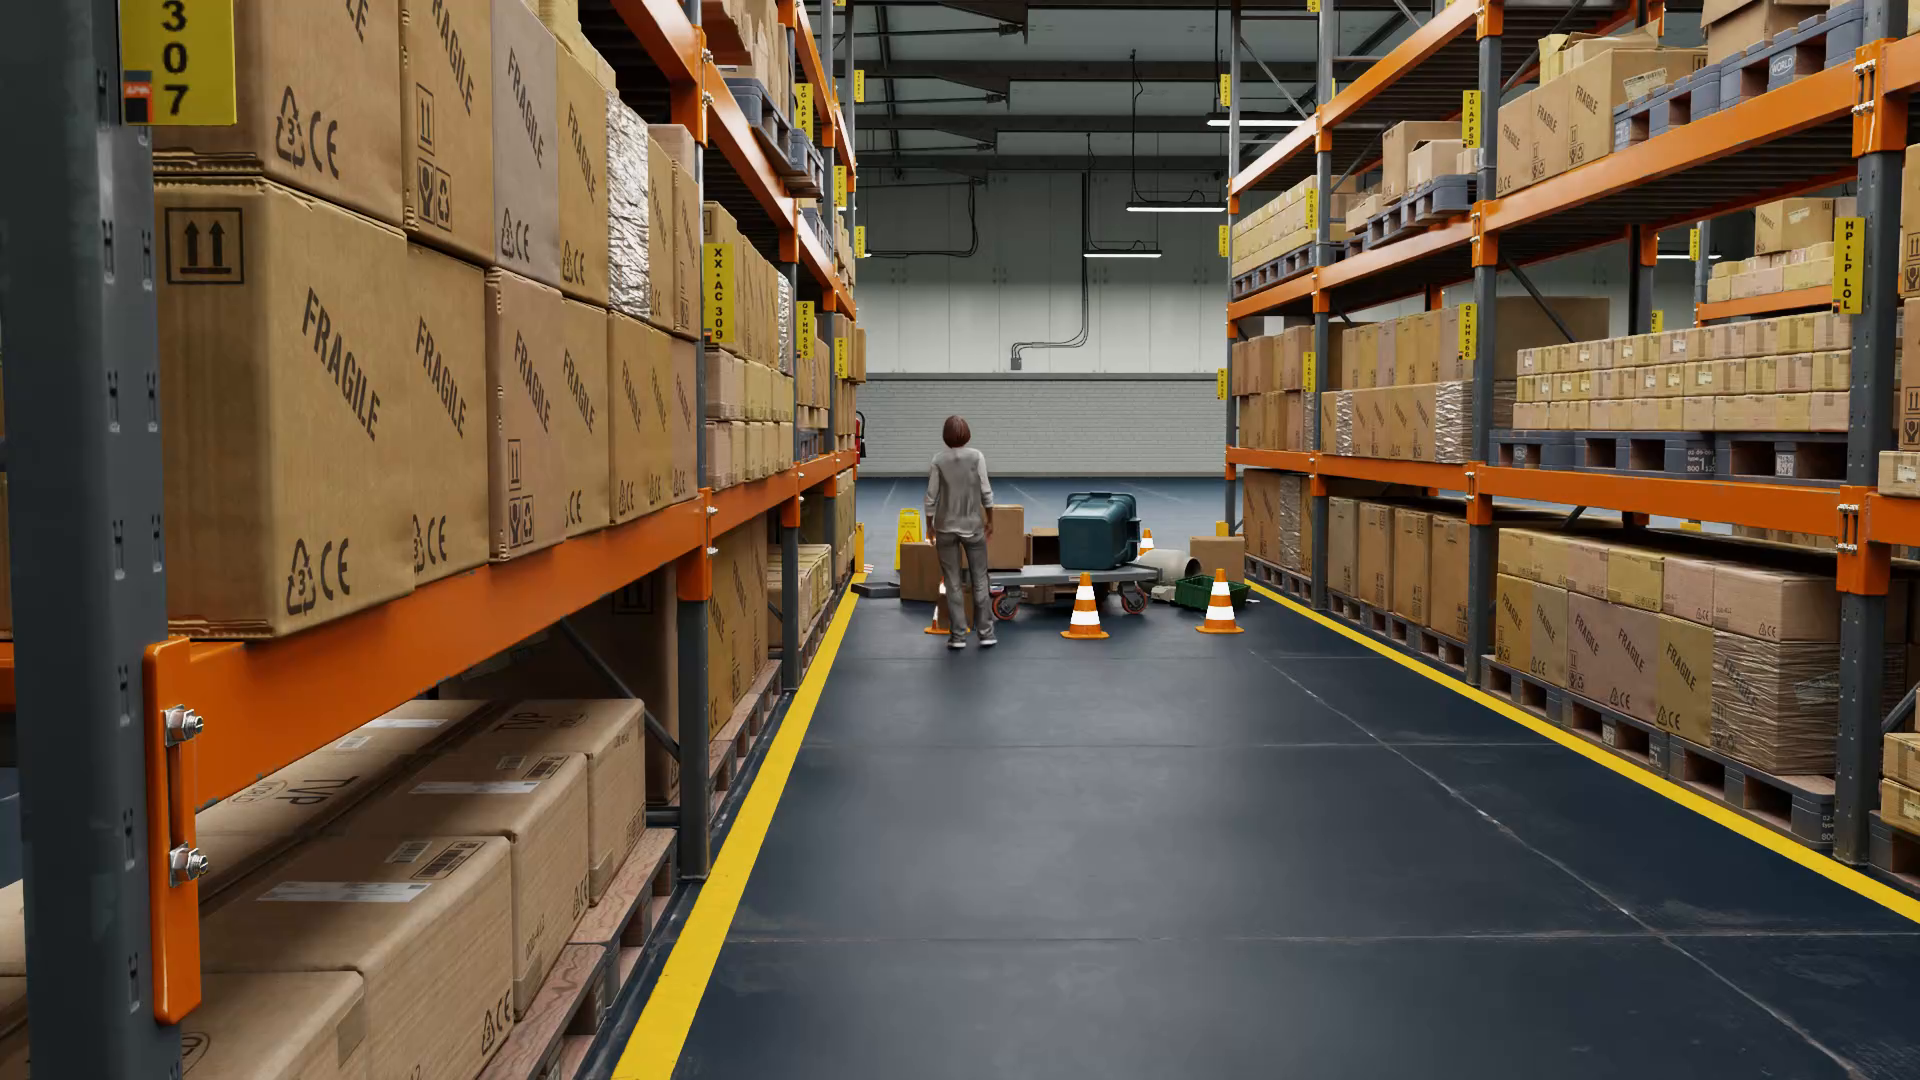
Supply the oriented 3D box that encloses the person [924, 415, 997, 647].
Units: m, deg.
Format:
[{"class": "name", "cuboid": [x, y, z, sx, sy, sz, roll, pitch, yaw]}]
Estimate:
[{"class": "person", "cuboid": [0.007, -0.059, 11.454, 0.511, 1.597, 0.474, 0, 4, -1]}]
